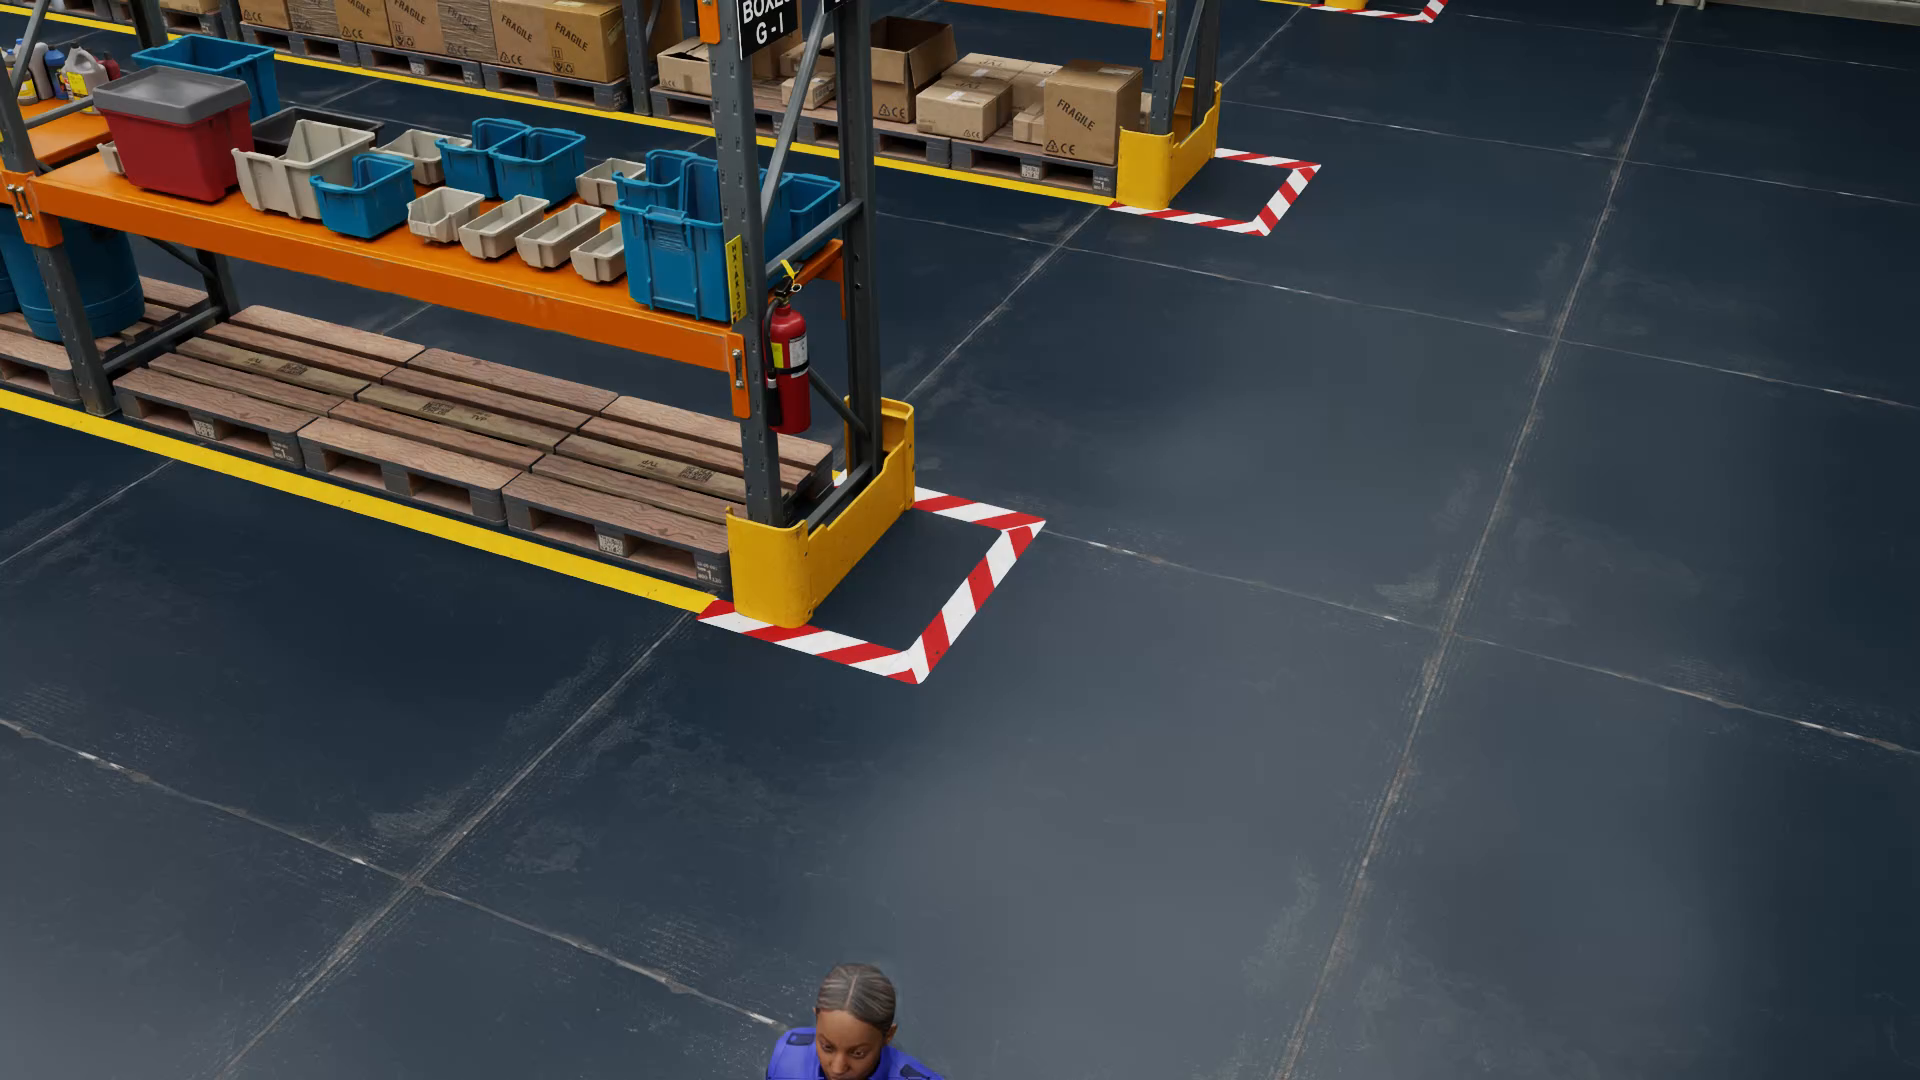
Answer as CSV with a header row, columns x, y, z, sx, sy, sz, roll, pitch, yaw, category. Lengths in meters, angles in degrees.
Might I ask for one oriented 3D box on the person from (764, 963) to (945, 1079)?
x,y,z,sx,sy,sz,roll,pitch,yaw,category
-0.222,1.554,3.808,0.447,1.645,0.651,14,36,20,person
